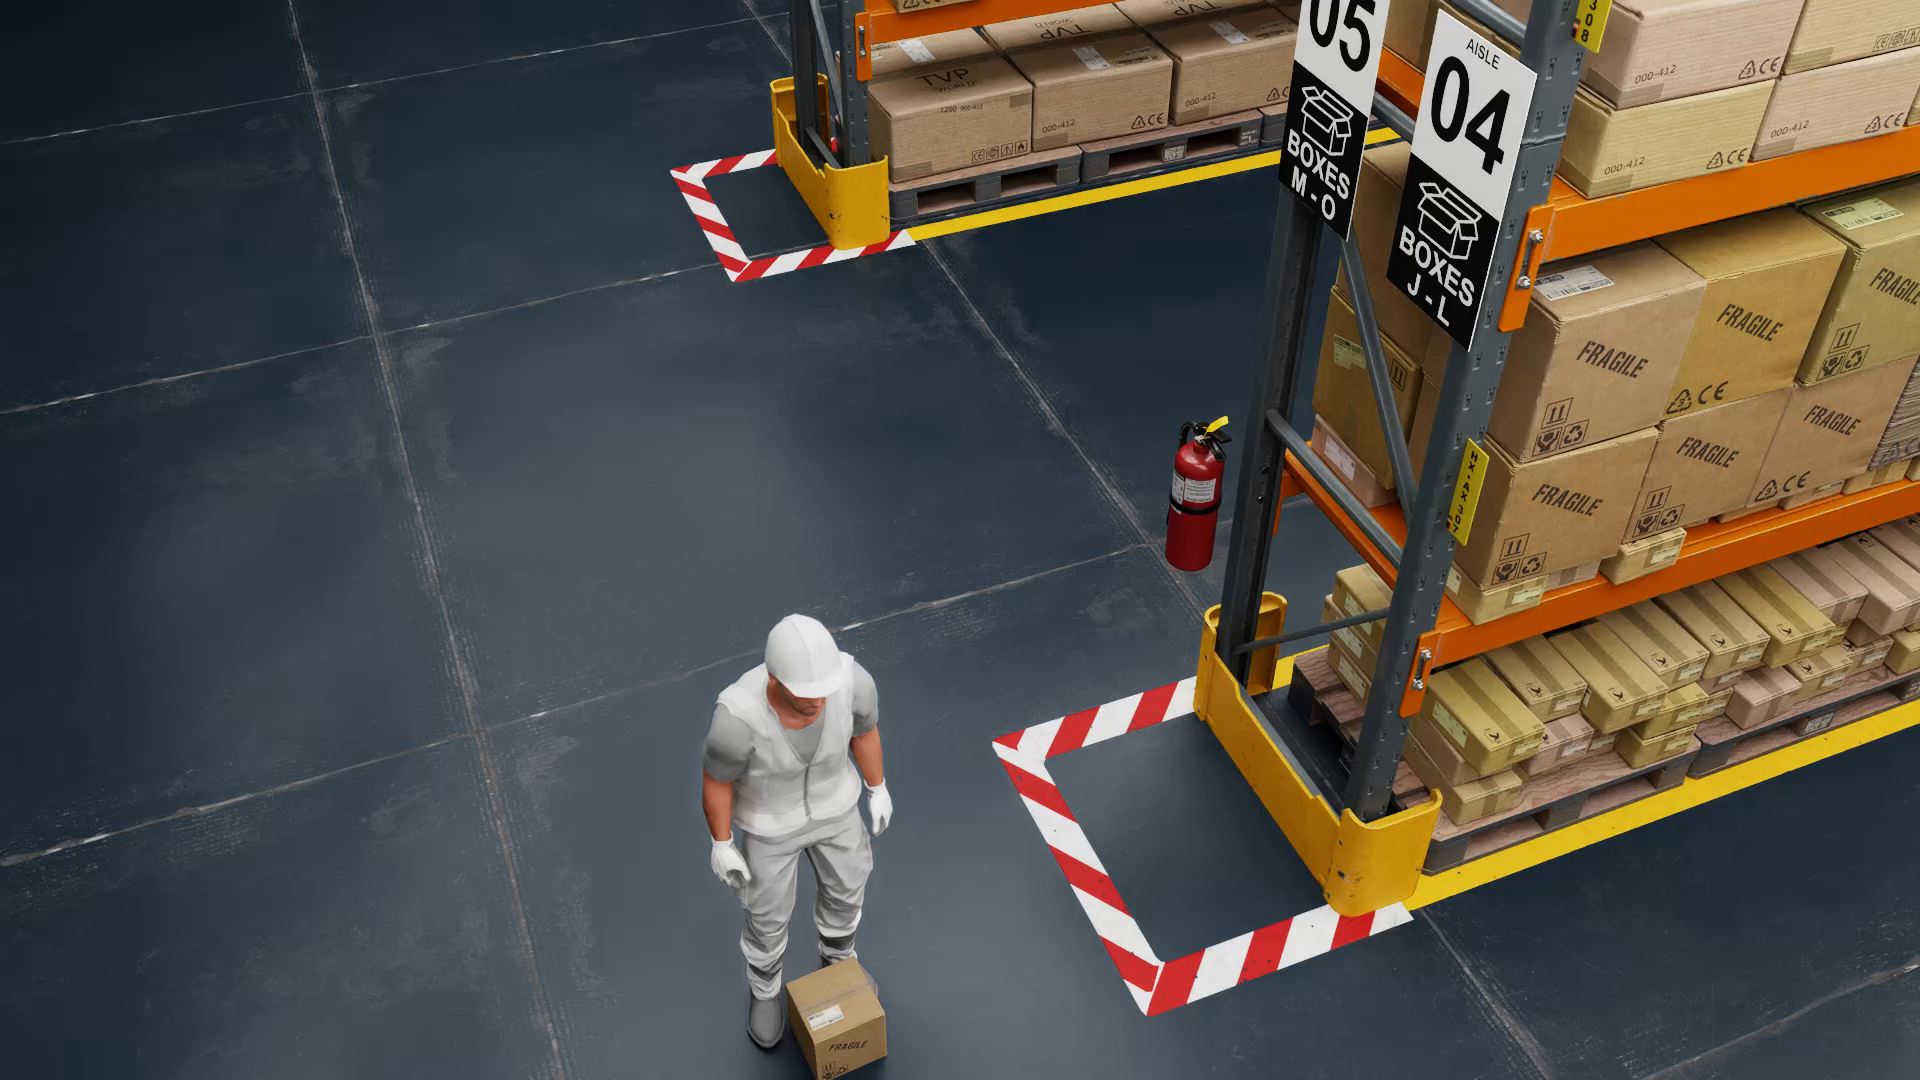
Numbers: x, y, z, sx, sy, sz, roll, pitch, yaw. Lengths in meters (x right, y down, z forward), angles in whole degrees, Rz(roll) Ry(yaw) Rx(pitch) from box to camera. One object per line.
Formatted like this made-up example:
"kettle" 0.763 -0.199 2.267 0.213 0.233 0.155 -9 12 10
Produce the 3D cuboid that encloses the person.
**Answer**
"person" -0.489 0.876 5.157 0.609 1.774 0.453 -17 44 -19
